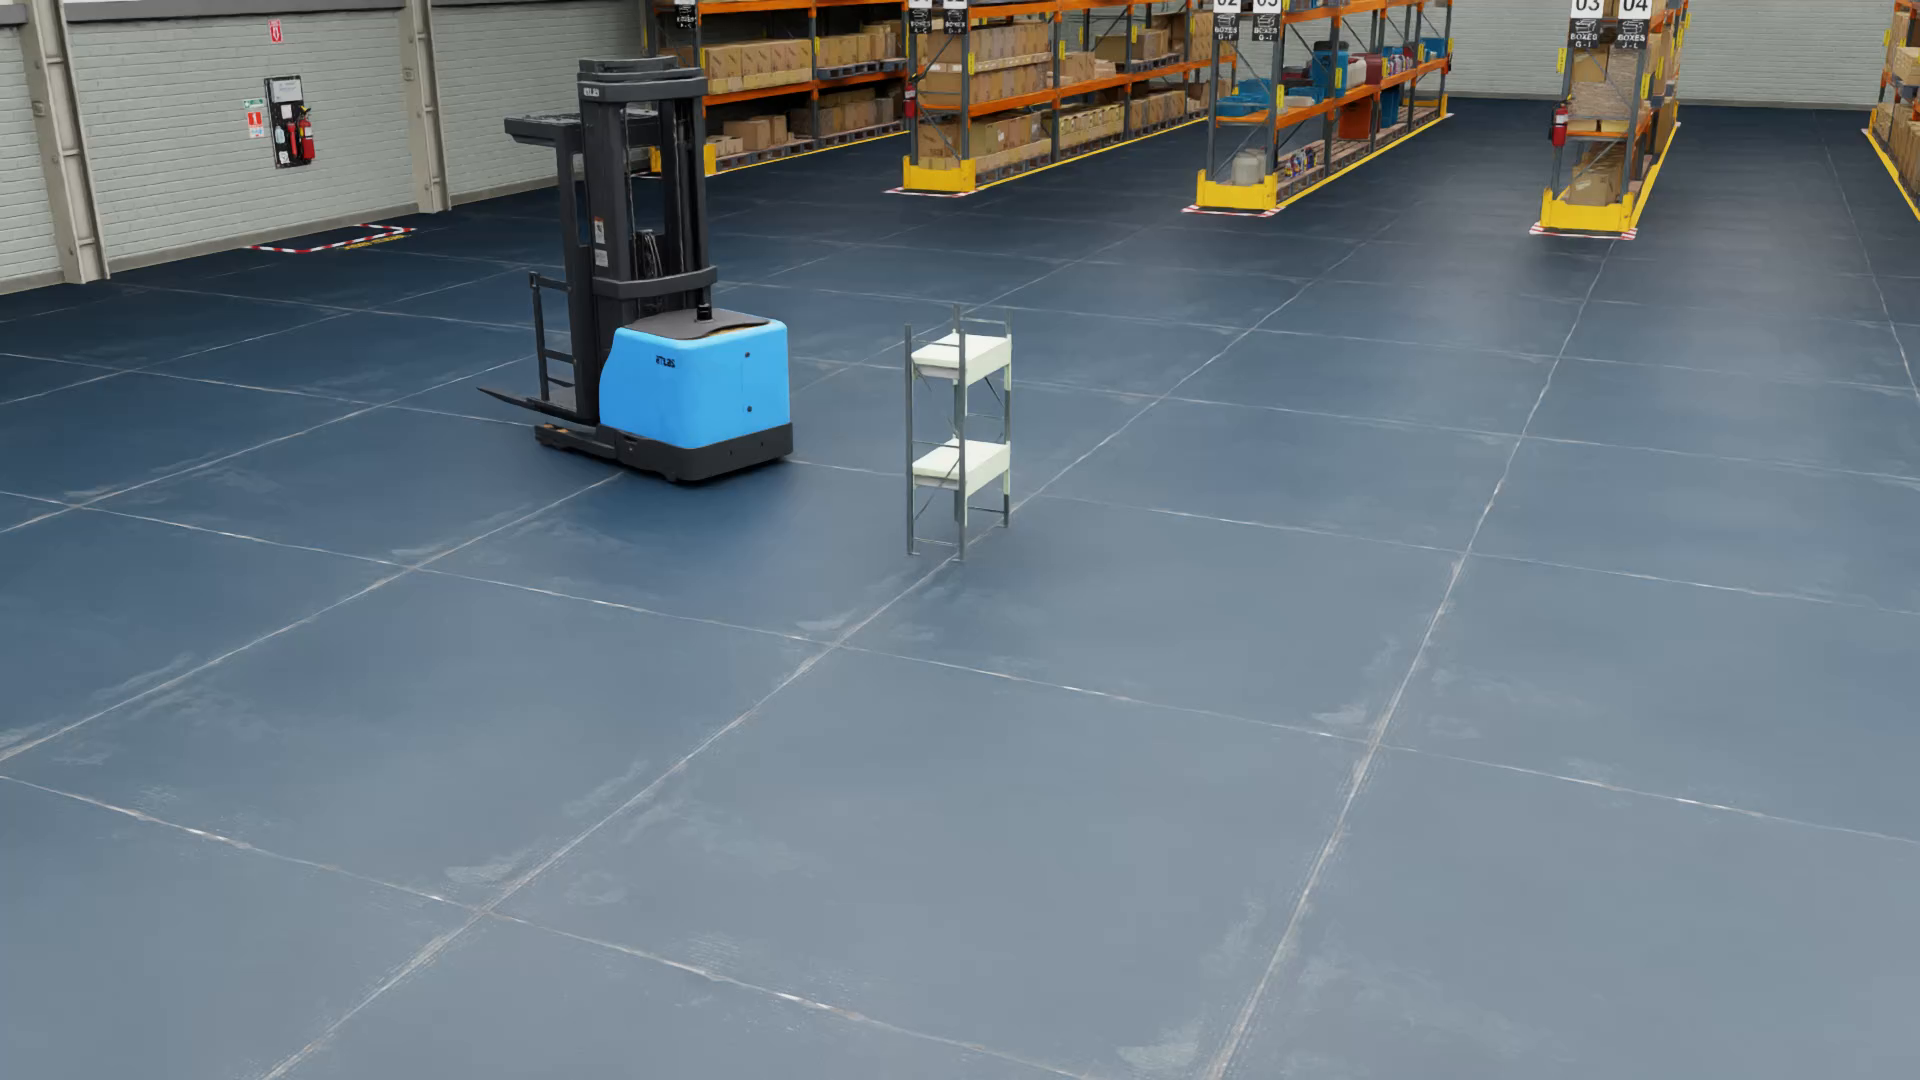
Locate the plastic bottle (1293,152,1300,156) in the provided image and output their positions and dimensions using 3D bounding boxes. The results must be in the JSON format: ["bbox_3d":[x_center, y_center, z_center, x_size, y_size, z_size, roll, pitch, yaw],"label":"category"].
[{"bbox_3d":[5.602,-6.309,27.640,0.152,0.276,0.135,9,21,23],"label":"plastic bottle"}]

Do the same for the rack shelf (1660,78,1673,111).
[{"bbox_3d":[12.803,-8.483,31.418,1.077,0.370,4.000,9,21,23],"label":"rack shelf"}]

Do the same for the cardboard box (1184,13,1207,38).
[{"bbox_3d":[5.246,-11.575,37.398,0.500,0.500,0.500,8,21,21],"label":"cardboard box"}]

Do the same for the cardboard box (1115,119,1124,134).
[{"bbox_3d":[2.955,-8.279,33.248,0.500,0.250,0.500,9,22,24],"label":"cardboard box"}]

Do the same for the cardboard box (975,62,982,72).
[{"bbox_3d":[0.134,-7.649,26.884,0.380,0.149,0.250,8,21,21],"label":"cardboard box"}]

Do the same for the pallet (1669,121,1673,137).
[{"bbox_3d":[14.503,-8.715,35.160,1.003,0.211,1.213,9,21,23],"label":"pallet"}]

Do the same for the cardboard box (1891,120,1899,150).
[{"bbox_3d":[17.346,-7.390,30.377,0.500,0.500,0.500,10,22,25],"label":"cardboard box"}]

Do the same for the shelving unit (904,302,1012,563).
[{"bbox_3d":[-0.003,-0.705,10.712,0.431,1.500,0.755,9,21,23],"label":"shelving unit"}]

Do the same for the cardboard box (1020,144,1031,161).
[{"bbox_3d":[0.914,-6.772,29.012,0.500,0.250,0.500,9,21,23],"label":"cardboard box"}]

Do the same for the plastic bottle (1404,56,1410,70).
[{"bbox_3d":[9.237,-9.889,34.485,0.152,0.276,0.135,9,21,23],"label":"plastic bottle"}]

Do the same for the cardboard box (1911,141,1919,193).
[{"bbox_3d":[15.001,-5.616,25.015,1.050,0.750,0.750,8,21,22],"label":"cardboard box"}]

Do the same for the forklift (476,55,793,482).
[{"bbox_3d":[-2.700,-2.194,12.764,3.031,2.935,1.130,17,26,39],"label":"forklift"}]

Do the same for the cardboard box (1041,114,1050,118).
[{"bbox_3d":[1.421,-7.838,31.170,0.500,0.311,0.500,9,22,24],"label":"cardboard box"}]

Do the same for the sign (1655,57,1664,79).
[{"bbox_3d":[10.844,-7.323,25.793,0.100,0.325,0.005,9,21,23],"label":"sign"}]

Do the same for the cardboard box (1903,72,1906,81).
[{"bbox_3d":[16.564,-8.022,28.798,0.380,0.149,0.250,8,21,22],"label":"cardboard box"}]

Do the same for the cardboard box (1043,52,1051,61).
[{"bbox_3d":[1.394,-8.588,29.524,0.380,0.149,0.250,9,21,23],"label":"cardboard box"}]

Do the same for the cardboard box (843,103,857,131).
[{"bbox_3d":[-2.513,-8.599,33.745,0.700,0.500,0.500,9,21,23],"label":"cardboard box"}]

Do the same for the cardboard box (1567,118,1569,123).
[{"bbox_3d":[8.794,-5.922,23.518,0.380,0.149,0.250,9,21,23],"label":"cardboard box"}]

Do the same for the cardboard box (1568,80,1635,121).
[{"bbox_3d":[8.958,-6.116,23.098,0.875,0.500,0.500,9,21,23],"label":"cardboard box"}]

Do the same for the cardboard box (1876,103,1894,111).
[{"bbox_3d":[19.219,-8.966,34.443,0.380,0.149,0.250,8,21,20],"label":"cardboard box"}]

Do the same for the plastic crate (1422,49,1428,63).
[{"bbox_3d":[9.896,-10.527,36.179,0.437,0.282,0.530,9,21,23],"label":"plastic crate"}]

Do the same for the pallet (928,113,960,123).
[{"bbox_3d":[-0.681,-9.538,37.473,1.003,0.211,1.213,9,21,23],"label":"pallet"}]

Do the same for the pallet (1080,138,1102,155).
[{"bbox_3d":[2.074,-7.639,32.134,1.003,0.211,1.213,9,21,23],"label":"pallet"}]

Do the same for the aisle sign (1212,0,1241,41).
[{"bbox_3d":[3.889,-7.688,24.230,0.394,0.787,0.004,9,21,23],"label":"aisle sign"}]

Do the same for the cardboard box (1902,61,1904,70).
[{"bbox_3d":[16.780,-8.327,29.210,0.380,0.149,0.250,9,22,24],"label":"cardboard box"}]

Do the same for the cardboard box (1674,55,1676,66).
[{"bbox_3d":[14.053,-9.610,33.295,0.500,0.250,0.500,8,21,22],"label":"cardboard box"}]

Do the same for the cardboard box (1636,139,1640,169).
[{"bbox_3d":[10.829,-6.345,27.408,0.700,0.500,0.500,8,21,22],"label":"cardboard box"}]

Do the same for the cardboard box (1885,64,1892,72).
[{"bbox_3d":[19.086,-9.614,33.900,0.380,0.149,0.250,8,21,21],"label":"cardboard box"}]

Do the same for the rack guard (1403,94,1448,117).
[{"bbox_3d":[10.739,-10.167,38.811,1.175,0.500,0.348,9,21,23],"label":"rack guard"}]

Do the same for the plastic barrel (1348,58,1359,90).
[{"bbox_3d":[6.897,-8.350,29.769,0.433,0.535,0.433,0,20,0],"label":"plastic barrel"}]

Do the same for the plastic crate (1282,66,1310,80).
[{"bbox_3d":[5.746,-7.887,28.575,0.402,0.464,0.583,9,21,23],"label":"plastic crate"}]

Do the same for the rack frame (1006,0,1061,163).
[{"bbox_3d":[1.310,-8.348,29.966,1.000,3.000,0.127,9,21,23],"label":"rack frame"}]

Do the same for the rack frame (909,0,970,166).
[{"bbox_3d":[-0.328,-7.125,26.527,1.000,3.000,0.127,9,21,23],"label":"rack frame"}]

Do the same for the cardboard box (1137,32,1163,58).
[{"bbox_3d":[3.918,-10.490,35.213,0.700,0.500,0.500,3,20,9],"label":"cardboard box"}]

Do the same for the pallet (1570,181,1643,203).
[{"bbox_3d":[10.103,-5.464,26.017,1.003,0.211,1.213,9,21,23],"label":"pallet"}]

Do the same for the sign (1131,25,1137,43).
[{"bbox_3d":[3.455,-10.041,32.999,0.100,0.325,0.005,9,21,23],"label":"sign"}]

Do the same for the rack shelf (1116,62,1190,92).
[{"bbox_3d":[3.767,-9.843,35.244,1.077,0.370,4.000,9,21,23],"label":"rack shelf"}]

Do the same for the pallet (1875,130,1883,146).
[{"bbox_3d":[18.846,-7.992,33.127,1.003,0.211,1.213,9,21,23],"label":"pallet"}]

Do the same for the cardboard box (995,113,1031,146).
[{"bbox_3d":[0.902,-7.127,28.891,0.500,0.500,0.500,9,21,23],"label":"cardboard box"}]

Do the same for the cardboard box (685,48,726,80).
[{"bbox_3d":[-4.380,-8.201,28.626,0.500,0.500,0.500,9,21,23],"label":"cardboard box"}]

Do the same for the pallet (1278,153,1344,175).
[{"bbox_3d":[6.113,-6.599,29.209,1.003,0.211,1.213,9,21,23],"label":"pallet"}]

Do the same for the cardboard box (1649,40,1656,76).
[{"bbox_3d":[9.596,-6.859,23.693,0.500,0.500,0.500,9,21,23],"label":"cardboard box"}]

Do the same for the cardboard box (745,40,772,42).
[{"bbox_3d":[-3.810,-9.046,31.003,0.500,0.500,0.500,8,21,22],"label":"cardboard box"}]

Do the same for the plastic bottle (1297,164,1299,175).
[{"bbox_3d":[5.438,-6.010,26.912,0.097,0.201,0.097,0,20,0],"label":"plastic bottle"}]

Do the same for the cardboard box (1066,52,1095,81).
[{"bbox_3d":[2.275,-9.103,31.939,0.500,0.500,0.500,7,21,20],"label":"cardboard box"}]

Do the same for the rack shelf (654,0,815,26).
[{"bbox_3d":[-4.030,-9.490,29.773,1.077,0.370,4.000,9,21,23],"label":"rack shelf"}]

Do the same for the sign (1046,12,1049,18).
[{"bbox_3d":[2.192,-13.273,41.734,0.100,0.325,0.005,9,21,23],"label":"sign"}]

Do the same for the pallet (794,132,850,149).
[{"bbox_3d":[-2.894,-7.951,33.011,1.003,0.211,1.213,9,21,23],"label":"pallet"}]

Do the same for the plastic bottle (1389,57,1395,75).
[{"bbox_3d":[8.574,-9.427,33.073,0.144,0.351,0.185,9,21,23],"label":"plastic bottle"}]

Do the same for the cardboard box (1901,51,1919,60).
[{"bbox_3d":[16.996,-8.629,29.616,0.380,0.149,0.250,9,22,25],"label":"cardboard box"}]

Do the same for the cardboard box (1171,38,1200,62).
[{"bbox_3d":[5.043,-10.959,37.159,0.500,0.500,0.500,9,22,24],"label":"cardboard box"}]

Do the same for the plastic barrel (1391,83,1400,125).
[{"bbox_3d":[8.865,-9.158,34.748,0.600,0.901,0.708,9,21,23],"label":"plastic barrel"}]

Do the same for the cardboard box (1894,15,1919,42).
[{"bbox_3d":[18.678,-10.035,32.623,0.500,0.500,0.500,8,21,21],"label":"cardboard box"}]

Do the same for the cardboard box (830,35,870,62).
[{"bbox_3d":[-2.247,-9.975,33.734,0.700,0.500,0.500,9,21,23],"label":"cardboard box"}]
